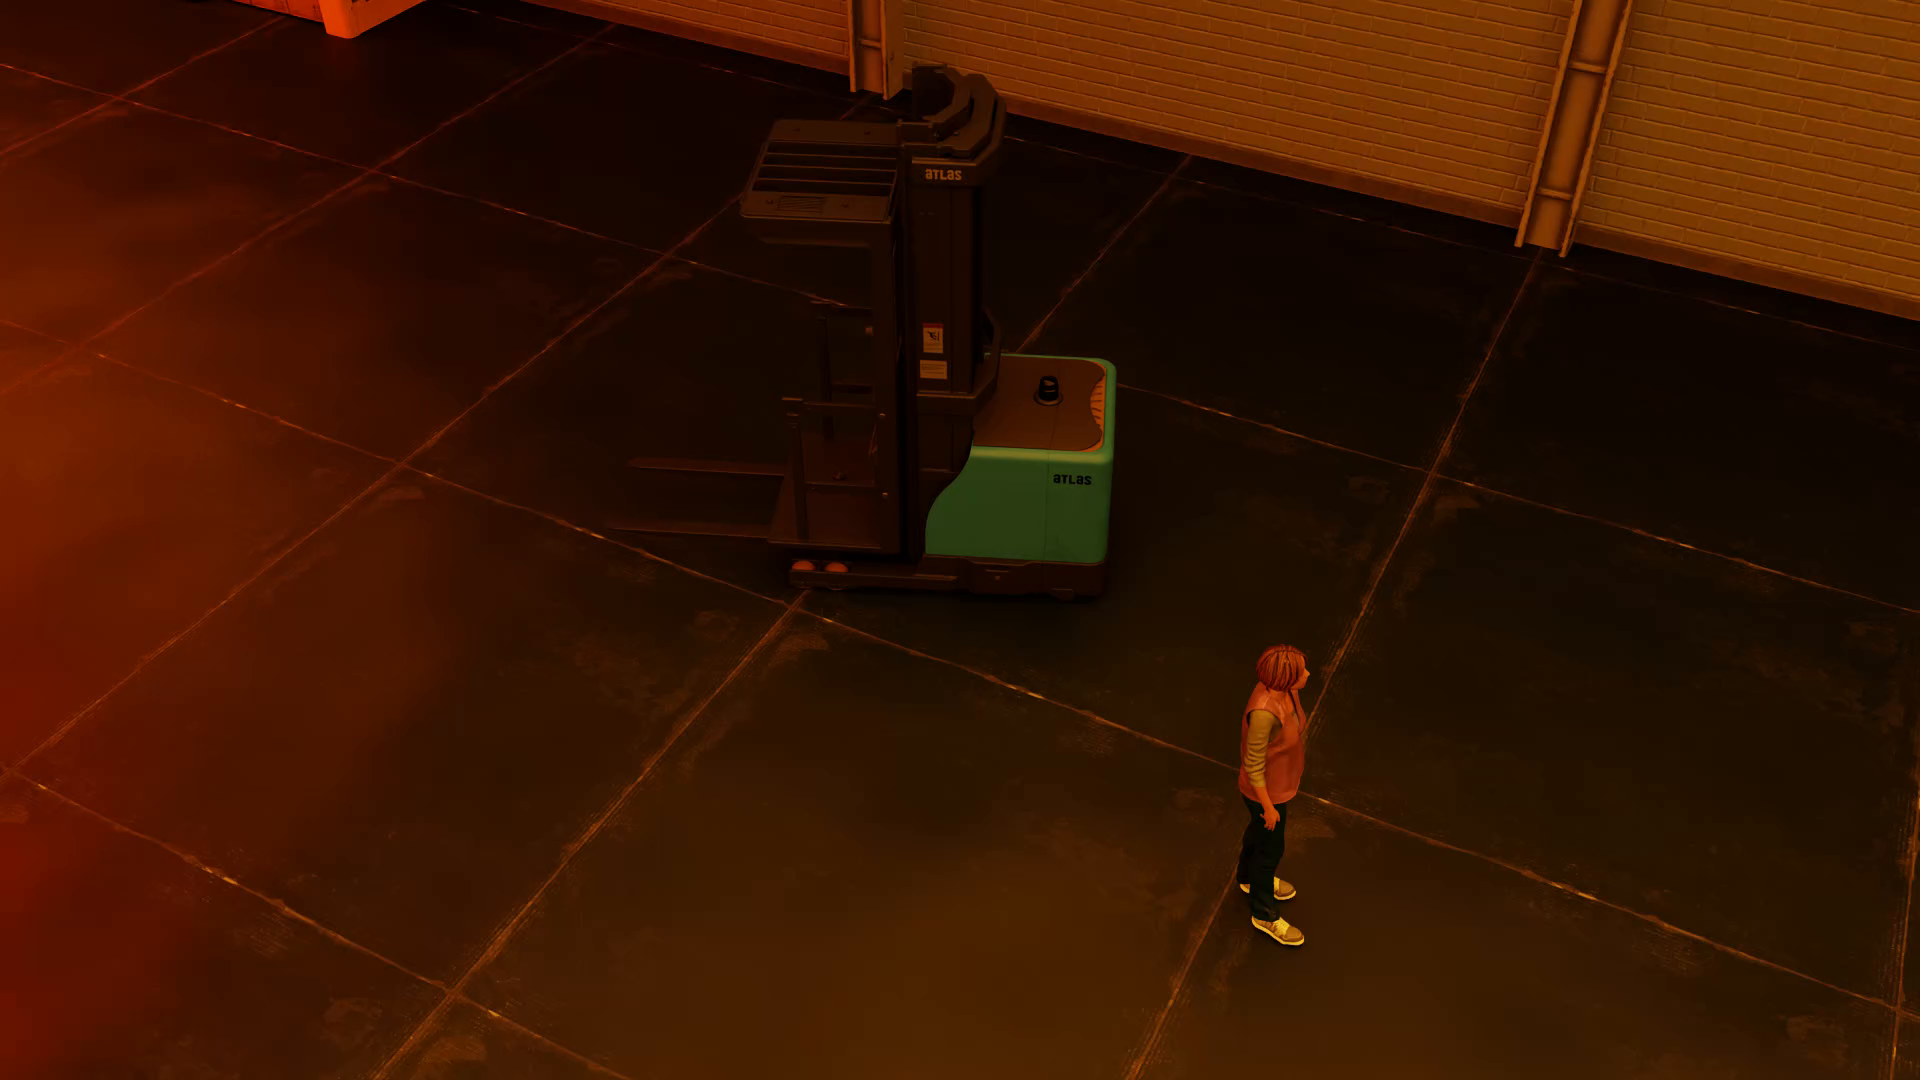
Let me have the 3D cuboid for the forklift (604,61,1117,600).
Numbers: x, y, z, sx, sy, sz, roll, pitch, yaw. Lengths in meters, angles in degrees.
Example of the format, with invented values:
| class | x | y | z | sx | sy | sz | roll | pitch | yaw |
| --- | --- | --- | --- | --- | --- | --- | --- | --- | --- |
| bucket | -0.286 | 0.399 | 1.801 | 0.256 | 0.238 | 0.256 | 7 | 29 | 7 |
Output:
| class | x | y | z | sx | sy | sz | roll | pitch | yaw |
| --- | --- | --- | --- | --- | --- | --- | --- | --- | --- |
| forklift | -0.606 | -1.157 | 9.360 | 3.031 | 2.935 | 1.130 | 3 | 40 | 4 |

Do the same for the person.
| class | x | y | z | sx | sy | sz | roll | pitch | yaw |
| --- | --- | --- | --- | --- | --- | --- | --- | --- | --- |
| person | 1.503 | 1.136 | 7.661 | 0.473 | 1.599 | 0.521 | 14 | 42 | 16 |
